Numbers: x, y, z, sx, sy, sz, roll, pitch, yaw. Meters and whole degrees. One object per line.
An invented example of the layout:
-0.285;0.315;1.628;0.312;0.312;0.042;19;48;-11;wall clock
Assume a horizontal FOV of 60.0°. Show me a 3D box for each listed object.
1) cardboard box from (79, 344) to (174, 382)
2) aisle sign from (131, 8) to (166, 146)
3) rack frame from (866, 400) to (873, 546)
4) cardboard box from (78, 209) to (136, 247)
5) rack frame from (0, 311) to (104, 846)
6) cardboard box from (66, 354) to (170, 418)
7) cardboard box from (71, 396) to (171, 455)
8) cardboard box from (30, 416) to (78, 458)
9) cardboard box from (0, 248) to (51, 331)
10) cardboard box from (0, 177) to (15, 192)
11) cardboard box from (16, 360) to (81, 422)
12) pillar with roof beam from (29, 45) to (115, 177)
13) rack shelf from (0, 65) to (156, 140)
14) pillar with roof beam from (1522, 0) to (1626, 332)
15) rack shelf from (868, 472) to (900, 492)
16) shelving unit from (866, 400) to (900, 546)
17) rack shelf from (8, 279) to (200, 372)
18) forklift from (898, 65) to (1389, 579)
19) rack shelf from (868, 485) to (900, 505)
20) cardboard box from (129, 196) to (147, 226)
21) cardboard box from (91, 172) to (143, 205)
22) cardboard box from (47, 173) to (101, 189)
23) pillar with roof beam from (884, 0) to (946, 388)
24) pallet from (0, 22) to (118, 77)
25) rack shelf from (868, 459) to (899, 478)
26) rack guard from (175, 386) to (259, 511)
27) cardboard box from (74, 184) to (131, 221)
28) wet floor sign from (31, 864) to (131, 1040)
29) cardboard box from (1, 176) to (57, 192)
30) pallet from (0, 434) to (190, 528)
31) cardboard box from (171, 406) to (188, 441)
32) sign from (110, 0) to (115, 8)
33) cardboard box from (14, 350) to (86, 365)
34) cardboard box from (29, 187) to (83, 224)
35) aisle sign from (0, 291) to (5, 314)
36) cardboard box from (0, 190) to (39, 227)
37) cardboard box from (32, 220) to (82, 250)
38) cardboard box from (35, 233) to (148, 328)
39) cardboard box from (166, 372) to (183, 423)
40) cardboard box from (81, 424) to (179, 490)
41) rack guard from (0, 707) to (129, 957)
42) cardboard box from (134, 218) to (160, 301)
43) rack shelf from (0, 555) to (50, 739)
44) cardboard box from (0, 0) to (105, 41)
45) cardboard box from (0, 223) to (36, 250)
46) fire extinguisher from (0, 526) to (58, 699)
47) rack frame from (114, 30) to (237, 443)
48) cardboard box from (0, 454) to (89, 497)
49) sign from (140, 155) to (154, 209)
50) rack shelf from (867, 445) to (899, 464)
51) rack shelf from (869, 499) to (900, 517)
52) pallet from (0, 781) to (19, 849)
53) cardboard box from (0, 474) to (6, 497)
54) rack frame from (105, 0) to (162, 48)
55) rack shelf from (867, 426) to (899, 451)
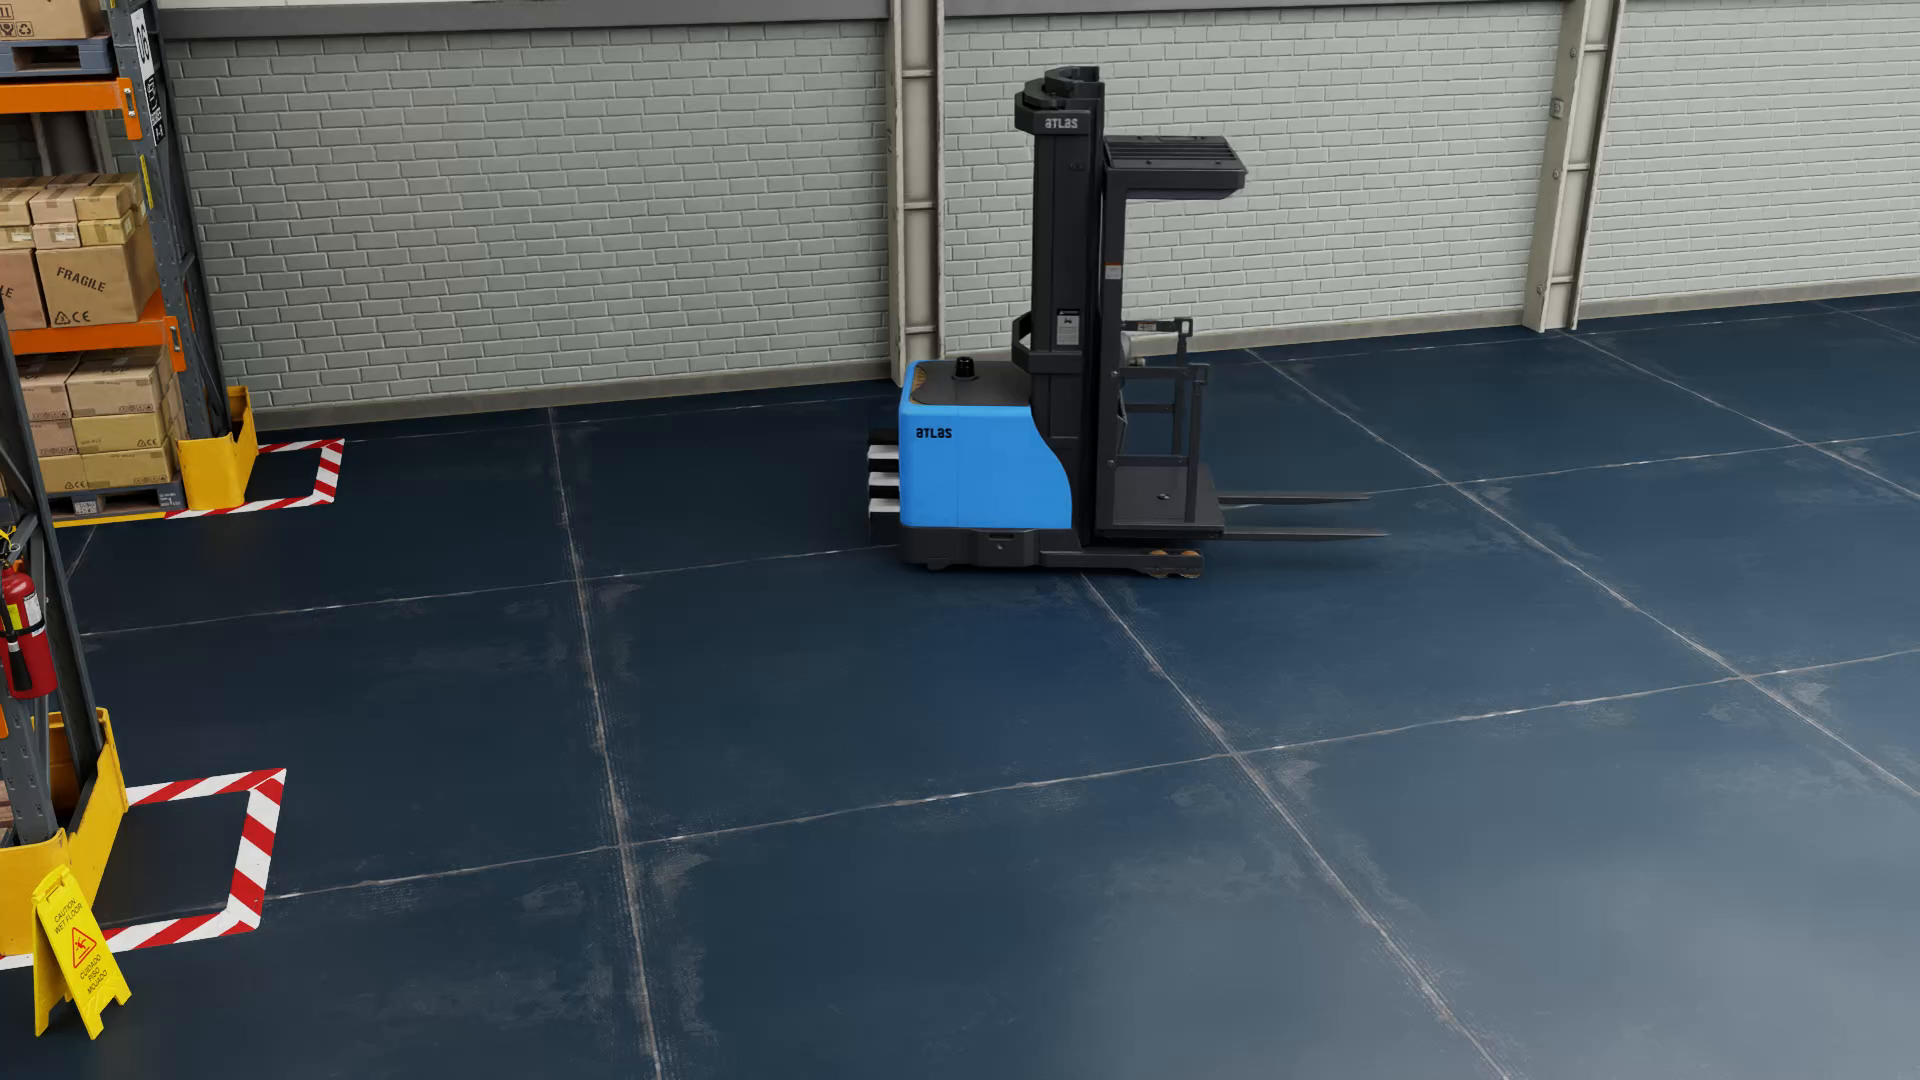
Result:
-5.727;-1.213;11.460;0.500;0.250;0.500;-7;24;-15;cardboard box
-5.070;-2.894;10.393;0.004;0.787;0.394;-6;24;-14;aisle sign
-0.577;-0.423;10.596;0.006;0.900;0.240;1;23;2;rack frame
-5.471;-2.004;10.668;0.250;0.149;0.380;-6;24;-14;cardboard box
-3.868;0.081;6.758;0.127;3.000;1.000;-6;24;-14;rack frame
-5.572;-1.025;11.021;0.500;0.250;0.500;-5;24;-13;cardboard box
-5.597;-0.792;11.113;0.500;0.250;0.500;-7;24;-15;cardboard box
-6.083;-0.743;10.998;0.500;0.250;0.500;-7;24;-15;cardboard box
-6.118;-1.646;10.654;0.500;0.500;0.500;-6;24;-13;cardboard box
-6.347;-2.260;10.887;0.250;0.149;0.380;-6;24;-14;cardboard box
-6.062;-0.968;10.889;0.500;0.250;0.500;-6;24;-13;cardboard box
-4.964;-3.194;6.782;0.400;9.000;9.100;-6;24;-14;pillar with roof beam
-7.138;-2.638;10.203;4.000;0.370;1.077;-6;24;-14;rack shelf
6.590;-4.472;9.761;0.400;9.000;9.100;-6;24;-14;pillar with roof beam
-0.476;-0.392;10.606;0.200;0.077;0.258;1;23;2;rack shelf
-0.476;-0.422;10.593;0.210;0.900;0.258;1;23;2;shelving unit
-7.138;-1.260;10.795;4.000;0.370;1.077;-6;24;-14;rack shelf
1.146;-1.325;10.121;3.031;2.935;1.130;1;23;2;forklift
-0.476;-0.309;10.641;0.200;0.077;0.258;1;23;2;rack shelf
-5.609;-2.210;11.147;0.250;0.149;0.380;-7;24;-16;cardboard box
-5.594;-2.330;11.049;0.250;0.149;0.380;-7;24;-15;cardboard box
-5.867;-2.325;11.038;0.250;0.149;0.380;-5;24;-13;cardboard box
0.813;-3.833;8.271;0.400;9.000;9.100;-6;24;-14;pillar with roof beam
-5.900;-3.076;10.423;1.213;0.211;1.003;-6;24;-14;pallet
-0.476;-0.474;10.570;0.200;0.077;0.258;1;23;2;rack shelf
-5.190;-0.657;11.648;0.348;0.500;1.175;-6;24;-14;rack guard
-5.501;-2.166;10.668;0.250;0.149;0.380;-6;24;-14;cardboard box
-3.396;1.548;6.323;0.232;0.644;0.267;2;23;4;wet floor sign
-6.105;-2.281;10.935;0.250;0.149;0.380;-6;24;-13;cardboard box
-5.938;-0.425;11.472;1.213;0.211;1.003;-6;24;-14;pallet
-5.738;-0.755;11.660;0.500;0.250;0.500;-6;24;-14;cardboard box
-5.079;-3.345;9.915;0.005;0.325;0.100;-6;24;-14;sign
-6.207;-1.158;11.332;0.500;0.250;0.500;-6;24;-14;cardboard box
-5.730;-2.128;10.579;0.250;0.149;0.380;-6;24;-14;cardboard box
-3.892;-1.238;6.535;0.004;0.787;0.394;-6;24;-14;aisle sign
-5.974;-2.090;10.490;0.250;0.149;0.380;-6;24;-13;cardboard box
-5.709;-1.966;10.578;0.250;0.149;0.380;-6;24;-14;cardboard box
-5.616;-1.697;10.775;0.500;0.500;0.500;-7;24;-16;cardboard box
-5.721;-0.991;11.577;0.500;0.250;0.500;-6;24;-13;cardboard box
-5.580;-0.563;11.212;0.500;0.250;0.500;-6;24;-14;cardboard box
-3.941;1.237;7.232;0.348;0.500;1.175;-6;24;-14;rack guard
-5.765;-1.902;11.252;0.500;0.500;0.500;-6;24;-13;cardboard box
-5.794;0.624;6.404;4.000;0.370;1.077;-6;24;-14;rack shelf
-5.573;-3.327;10.110;0.500;0.500;0.500;-6;24;-13;cardboard box
-5.975;-1.961;10.568;0.250;0.149;0.380;-6;24;-13;cardboard box
-3.634;0.279;6.394;0.183;0.674;0.296;-6;24;-14;fire extinguisher
-5.213;-1.804;11.149;0.127;3.000;1.000;-6;24;-14;rack frame
-6.061;-0.514;11.097;0.500;0.250;0.500;-6;24;-14;cardboard box
-5.079;-2.237;10.391;0.005;0.325;0.100;-6;24;-14;sign
-0.476;-0.557;10.535;0.200;0.077;0.258;1;23;2;rack shelf
-0.476;-0.226;10.677;0.200;0.077;0.258;1;23;2;rack shelf
-4.733;1.443;7.119;1.213;0.211;1.003;-6;24;-14;pallet
-6.545;-0.464;10.981;0.500;0.250;0.500;-6;24;-14;cardboard box
-5.213;-4.560;9.966;0.127;3.000;1.000;-6;24;-14;rack frame
-0.476;-0.640;10.499;0.200;0.077;0.258;1;23;2;rack shelf
